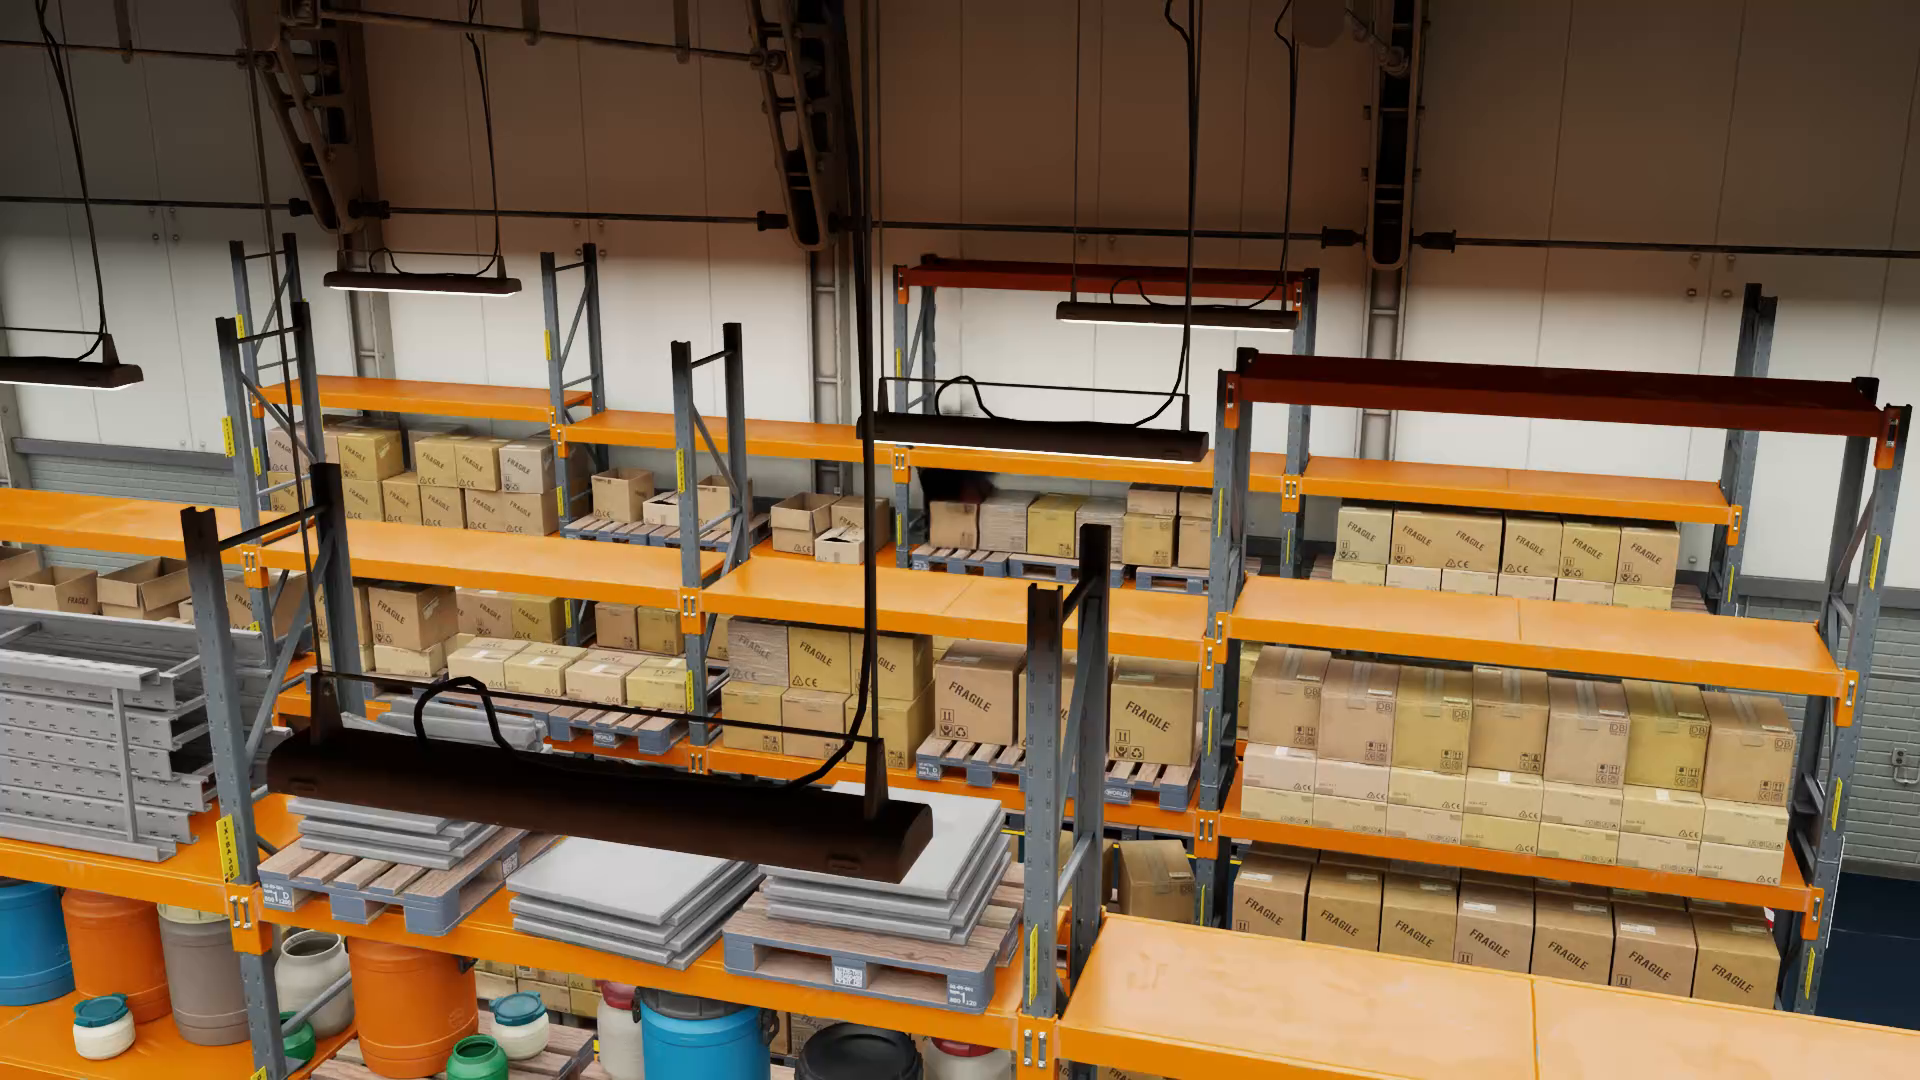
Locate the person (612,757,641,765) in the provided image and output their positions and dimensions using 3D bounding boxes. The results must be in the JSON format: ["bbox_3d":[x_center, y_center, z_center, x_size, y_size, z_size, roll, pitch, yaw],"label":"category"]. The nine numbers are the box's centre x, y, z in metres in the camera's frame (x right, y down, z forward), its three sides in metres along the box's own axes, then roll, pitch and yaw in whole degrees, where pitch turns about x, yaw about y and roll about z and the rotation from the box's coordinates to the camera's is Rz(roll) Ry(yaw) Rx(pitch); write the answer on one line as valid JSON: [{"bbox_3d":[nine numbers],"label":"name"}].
[{"bbox_3d":[-3.208,2.781,16.167,0.558,1.662,0.583,4,17,14],"label":"person"}]
